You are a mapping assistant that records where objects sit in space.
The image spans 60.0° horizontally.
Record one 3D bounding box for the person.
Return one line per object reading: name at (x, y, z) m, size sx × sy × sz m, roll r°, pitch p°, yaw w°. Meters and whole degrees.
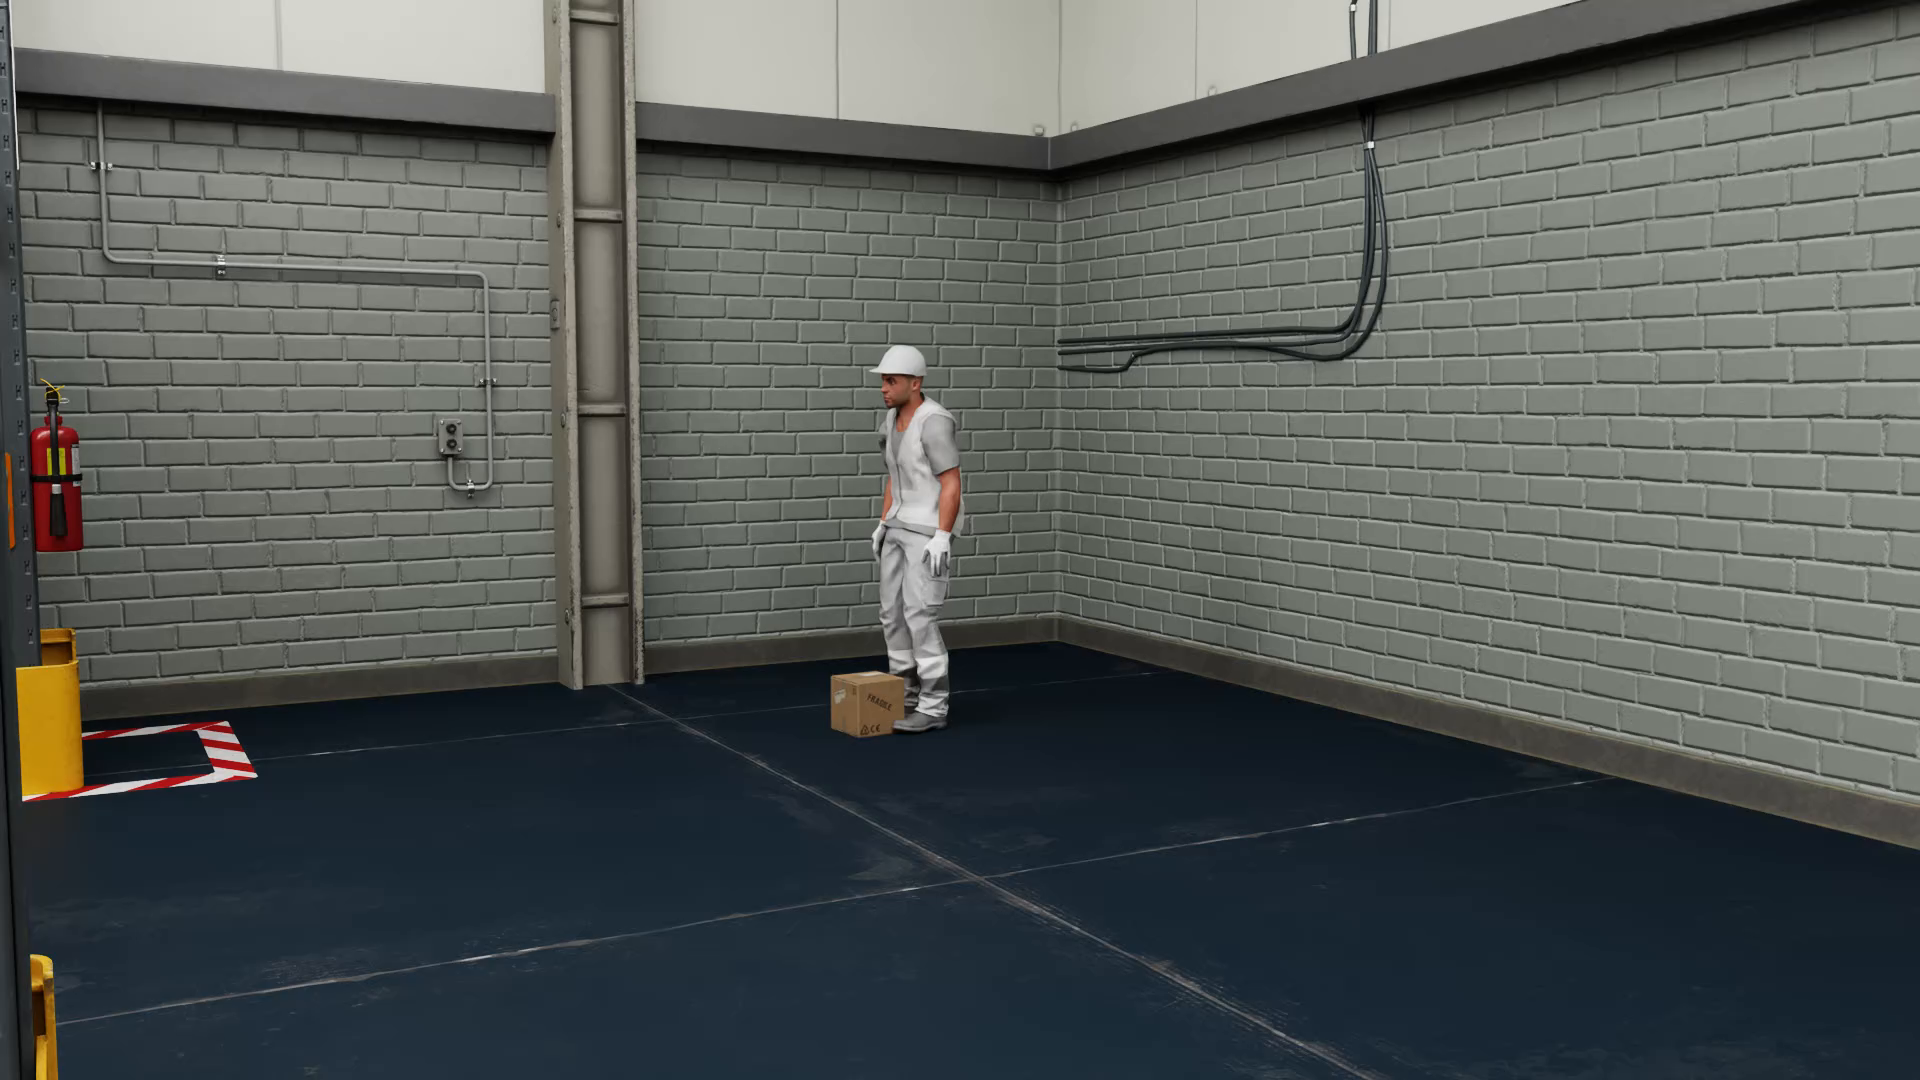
person at (-0.226, -0.010, 7.734) m, size 0.453 × 1.777 × 0.608 m, roll -3°, pitch 6°, yaw -31°
